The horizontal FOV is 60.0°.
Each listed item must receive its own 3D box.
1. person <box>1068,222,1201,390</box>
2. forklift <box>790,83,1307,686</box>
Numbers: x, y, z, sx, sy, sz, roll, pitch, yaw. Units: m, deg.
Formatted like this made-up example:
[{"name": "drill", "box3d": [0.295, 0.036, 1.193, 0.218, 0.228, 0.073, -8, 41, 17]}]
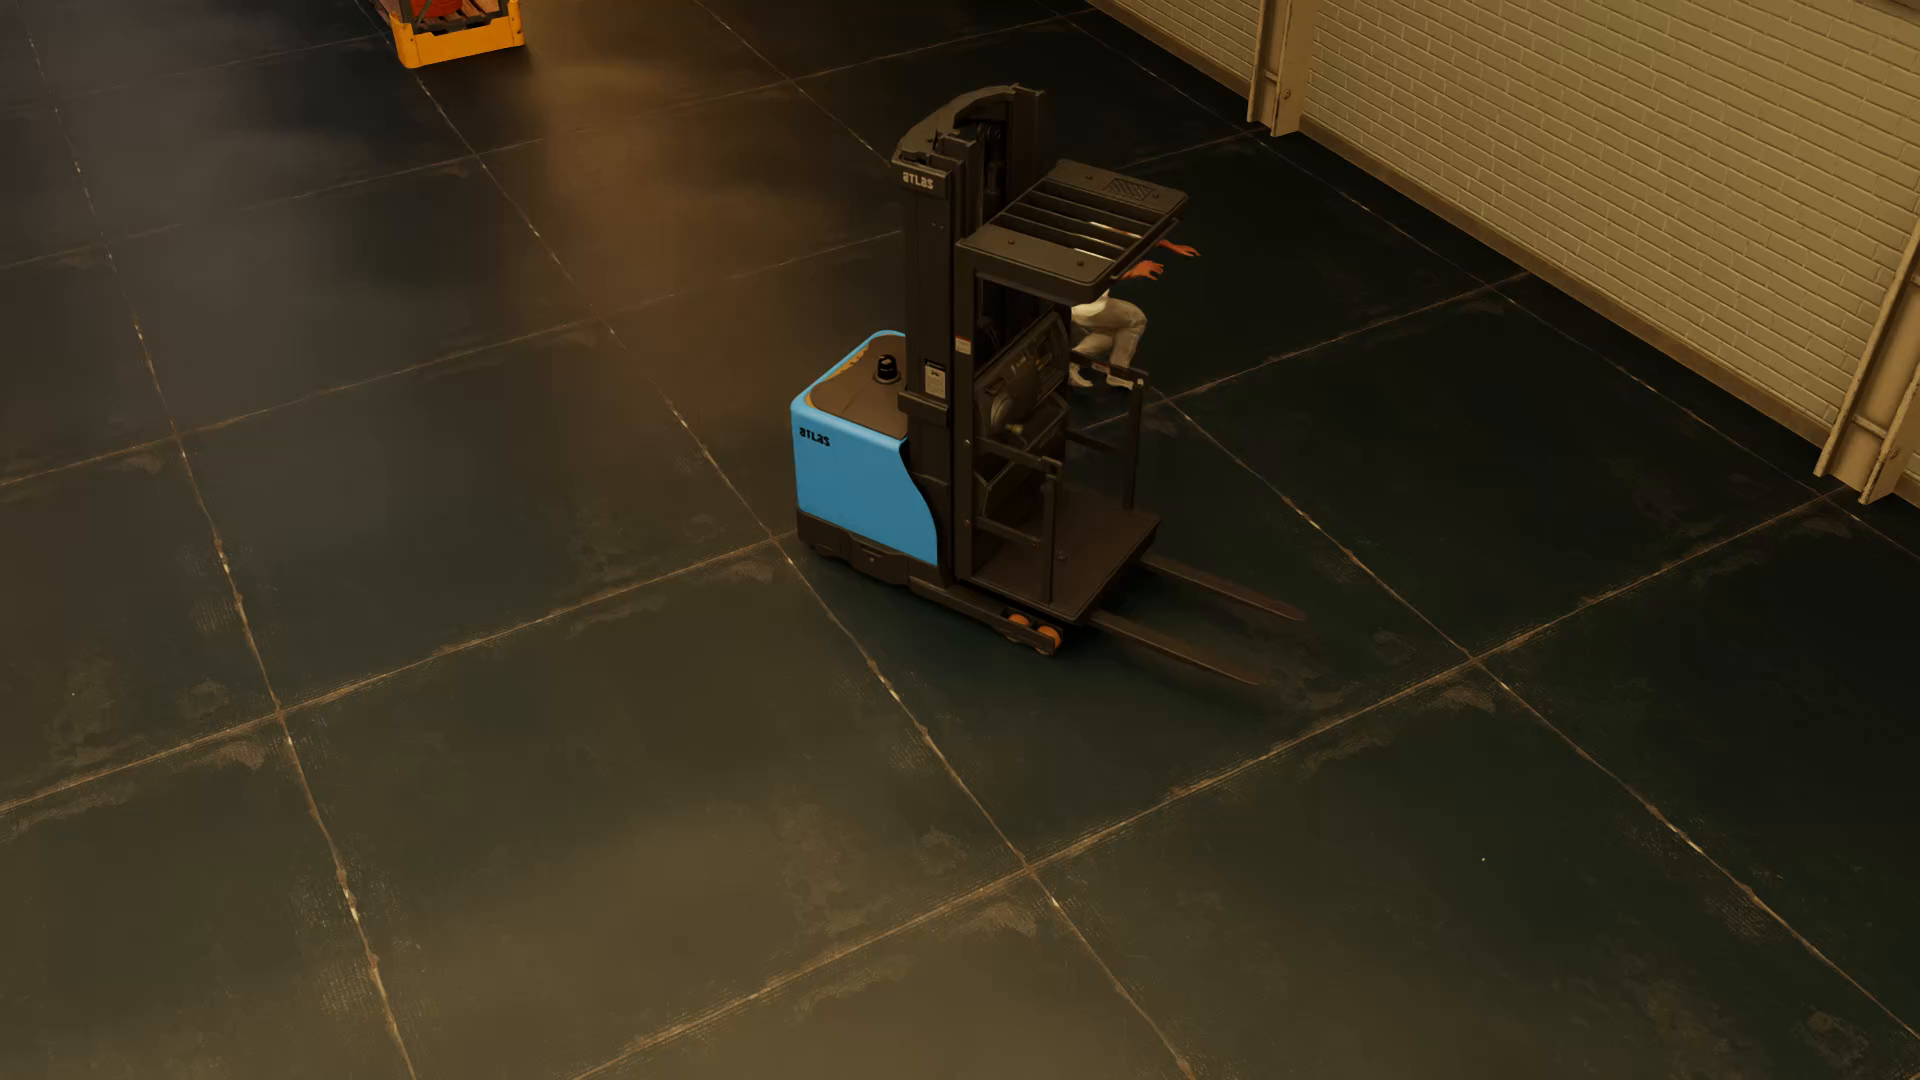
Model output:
[{"name": "person", "box3d": [1.179, -1.643, 11.163, 1.103, 1.482, 0.850, -10, 41, -12]}, {"name": "forklift", "box3d": [0.520, -0.860, 9.073, 3.031, 2.935, 1.130, 22, 44, 24]}]
